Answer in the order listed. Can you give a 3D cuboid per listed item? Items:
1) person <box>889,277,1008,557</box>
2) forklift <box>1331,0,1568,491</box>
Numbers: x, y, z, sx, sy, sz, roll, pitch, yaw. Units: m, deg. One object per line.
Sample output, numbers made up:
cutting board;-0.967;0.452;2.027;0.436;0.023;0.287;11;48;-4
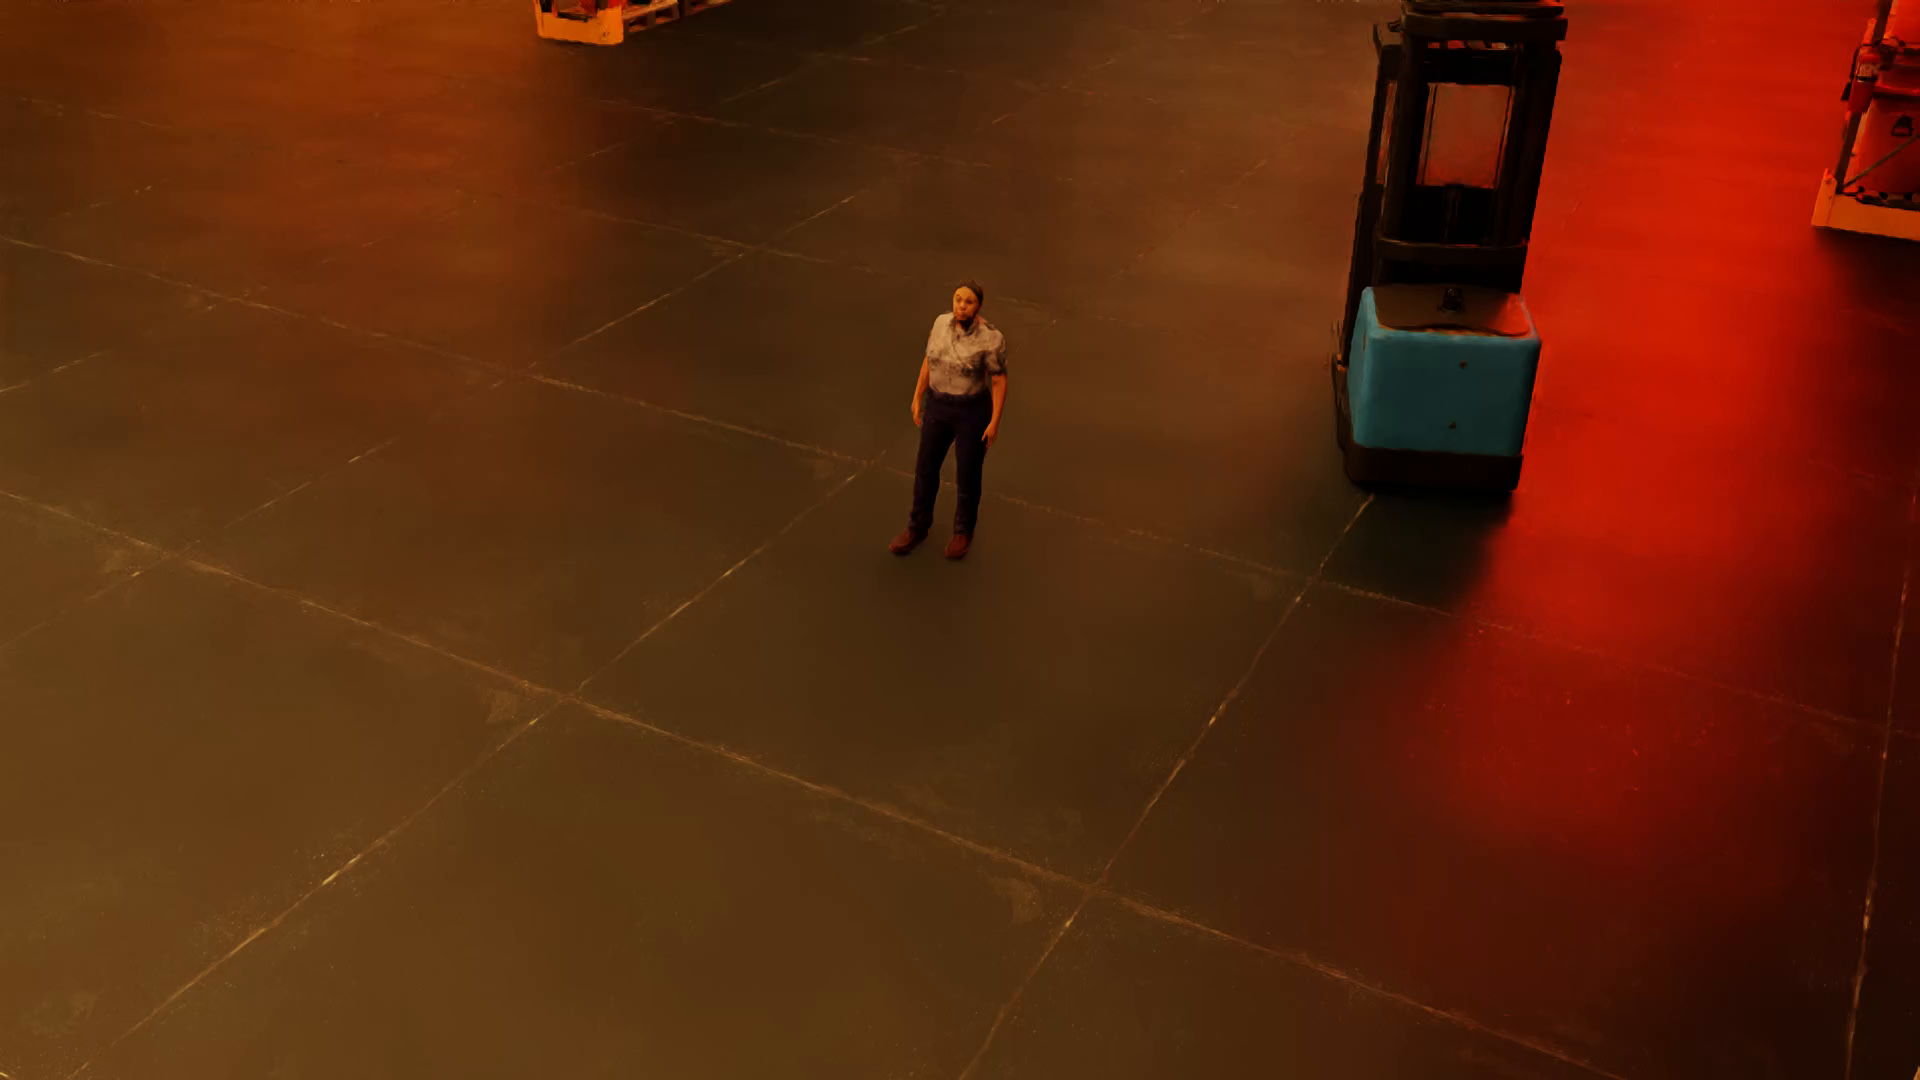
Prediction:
person;-0.063;-0.686;9.529;0.599;1.650;0.502;15;33;25
forklift;3.208;-2.292;11.042;1.130;2.935;3.031;4;30;8
